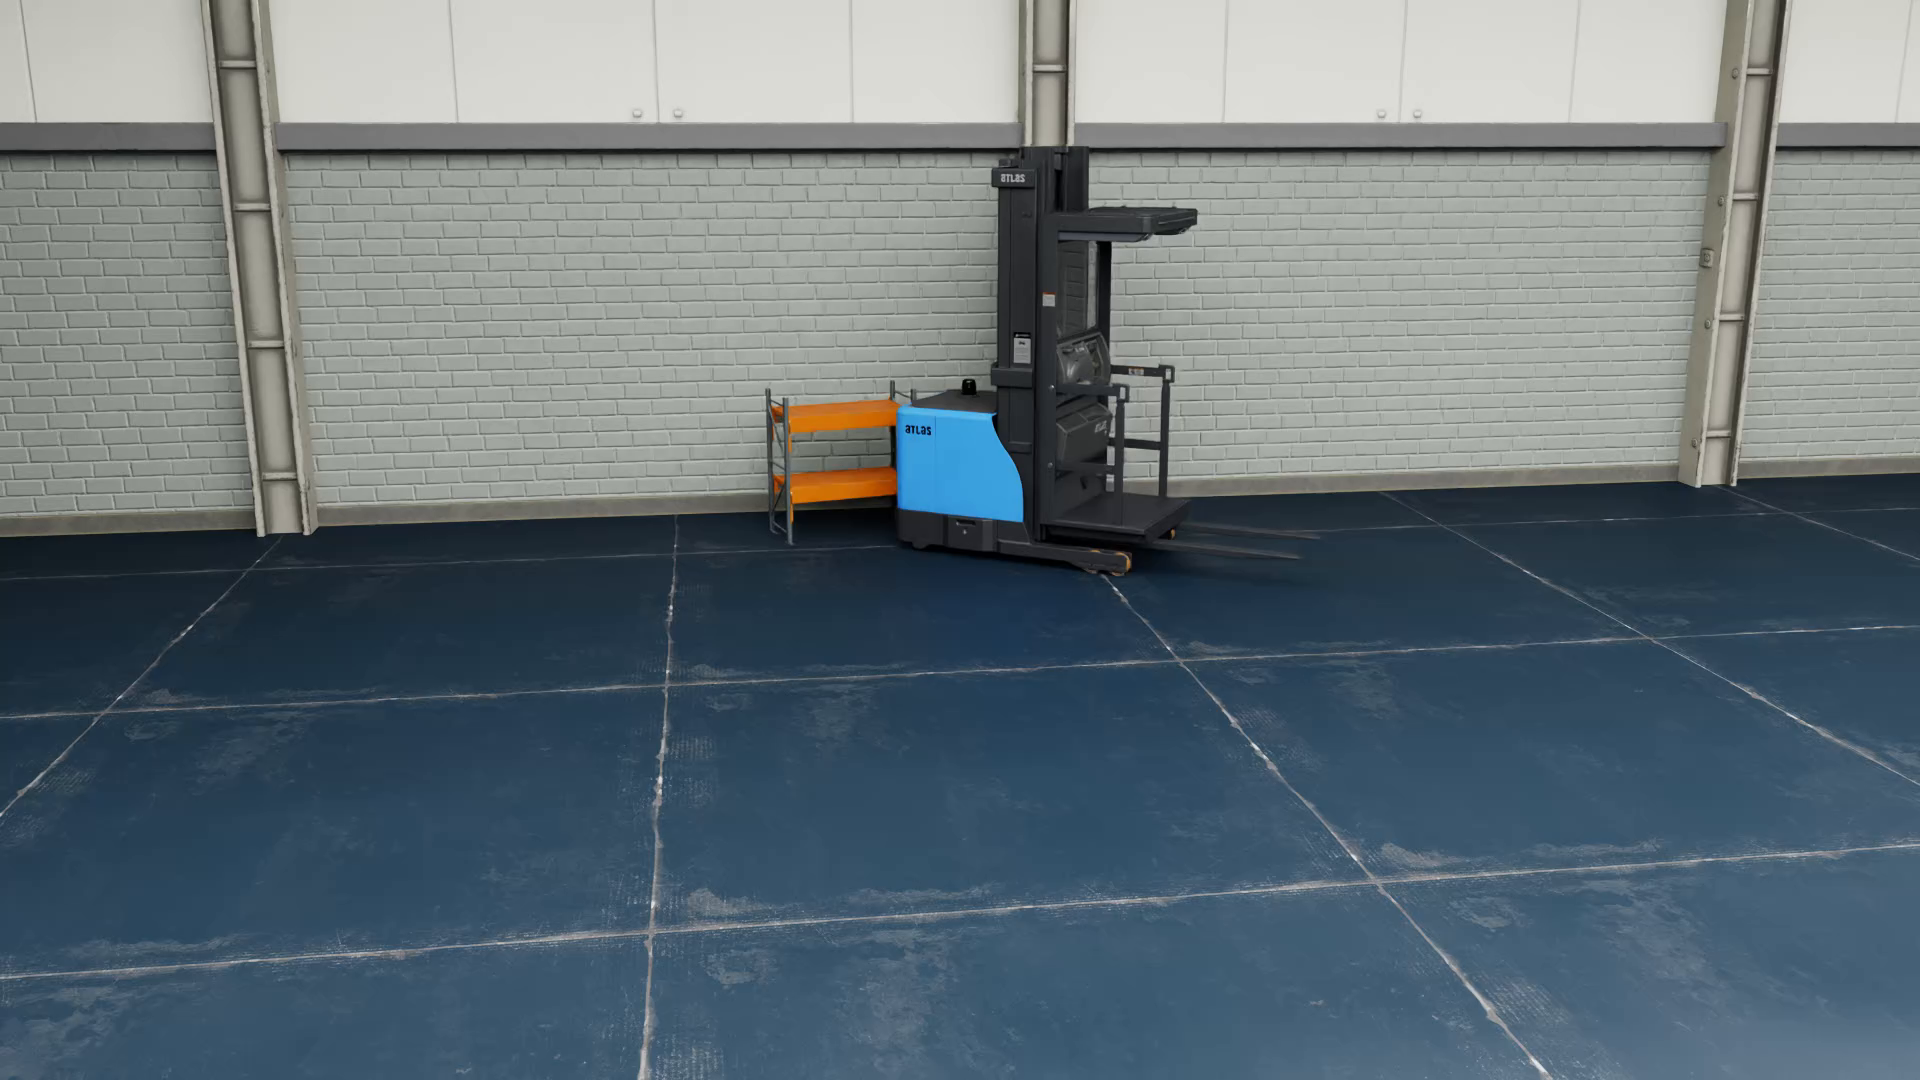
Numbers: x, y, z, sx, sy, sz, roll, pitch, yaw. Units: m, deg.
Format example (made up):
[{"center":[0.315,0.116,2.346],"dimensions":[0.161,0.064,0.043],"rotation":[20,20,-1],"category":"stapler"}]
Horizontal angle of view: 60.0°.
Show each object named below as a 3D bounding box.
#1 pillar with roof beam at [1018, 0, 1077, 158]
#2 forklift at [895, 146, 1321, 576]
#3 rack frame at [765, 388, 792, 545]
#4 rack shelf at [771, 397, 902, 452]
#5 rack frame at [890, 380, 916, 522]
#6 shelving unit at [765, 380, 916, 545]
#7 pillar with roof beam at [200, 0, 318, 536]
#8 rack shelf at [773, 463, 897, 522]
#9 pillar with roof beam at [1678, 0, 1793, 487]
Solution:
[{"center":[1.321,-3.618,8.650],"dimensions":[0.400,9.000,9.100],"rotation":[-2,14,-8],"category":"pillar with roof beam"},{"center":[1.076,-1.313,11.932],"dimensions":[3.031,2.935,1.130],"rotation":[7,16,24],"category":"forklift"},{"center":[-1.380,-0.563,12.654],"dimensions":[0.032,1.125,0.500],"rotation":[-6,15,-22],"category":"rack frame"},{"center":[-0.912,-0.895,12.774],"dimensions":[1.000,0.278,0.538],"rotation":[-6,15,-22],"category":"rack shelf"},{"center":[-0.443,-0.659,13.038],"dimensions":[0.032,1.125,0.500],"rotation":[-6,15,-22],"category":"rack frame"},{"center":[-0.912,-0.611,12.846],"dimensions":[1.048,1.125,0.538],"rotation":[-6,15,-22],"category":"shelving unit"},{"center":[-4.612,-3.401,7.783],"dimensions":[0.400,9.000,9.100],"rotation":[-2,14,-8],"category":"pillar with roof beam"},{"center":[-0.912,-0.374,12.905],"dimensions":[1.000,0.278,0.538],"rotation":[-6,15,-22],"category":"rack shelf"},{"center":[7.254,-3.836,9.517],"dimensions":[0.400,9.000,9.100],"rotation":[-2,14,-8],"category":"pillar with roof beam"}]
